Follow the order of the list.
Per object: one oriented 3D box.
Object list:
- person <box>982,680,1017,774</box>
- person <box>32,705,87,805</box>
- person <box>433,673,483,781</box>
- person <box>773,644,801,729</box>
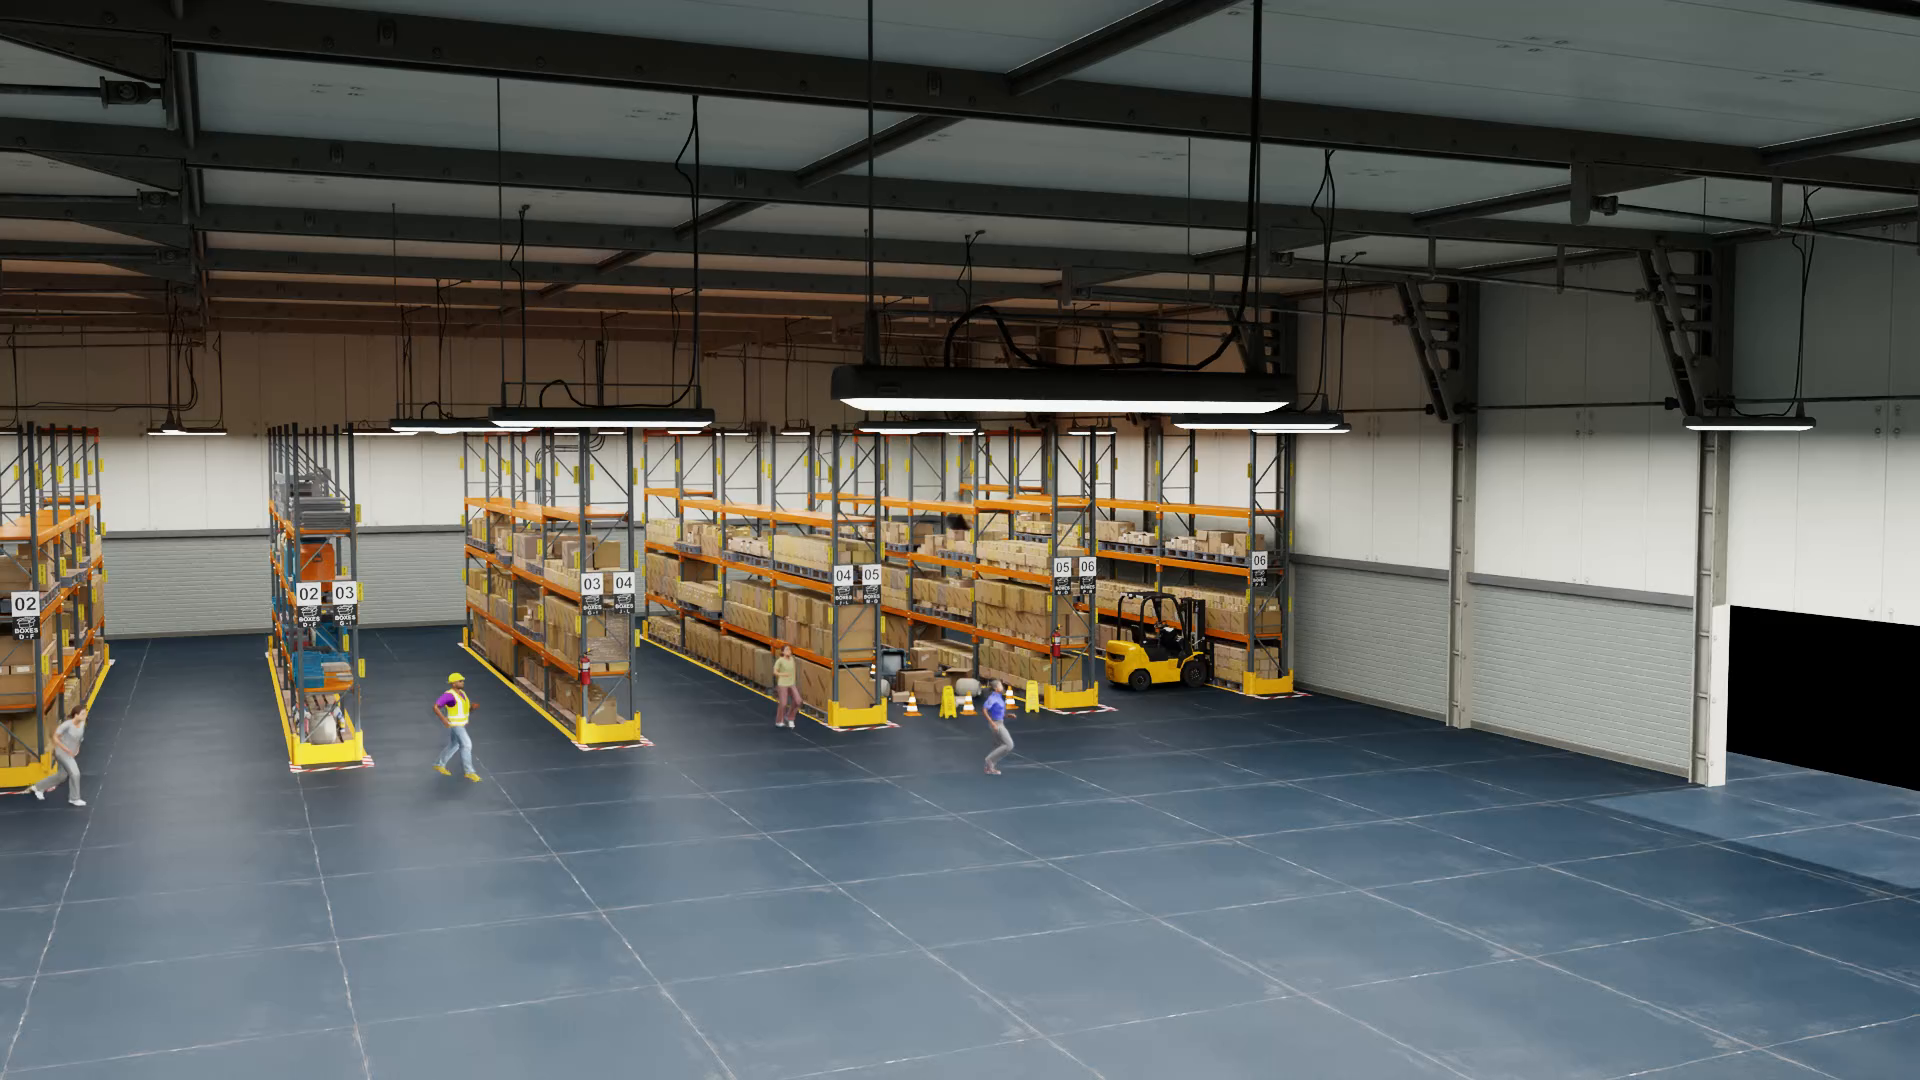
[{"bbox_3d":[0.681,3.181,28.257,0.576,1.615,0.560,0,4,8],"label":"person"},{"bbox_3d":[-14.065,3.360,25.990,0.931,1.584,0.540,1,4,10],"label":"person"},{"bbox_3d":[-8.409,3.121,27.816,0.893,1.801,0.686,0,3,3],"label":"person"},{"bbox_3d":[-3.404,2.893,32.791,0.590,1.681,0.598,-3,4,-37],"label":"person"}]
